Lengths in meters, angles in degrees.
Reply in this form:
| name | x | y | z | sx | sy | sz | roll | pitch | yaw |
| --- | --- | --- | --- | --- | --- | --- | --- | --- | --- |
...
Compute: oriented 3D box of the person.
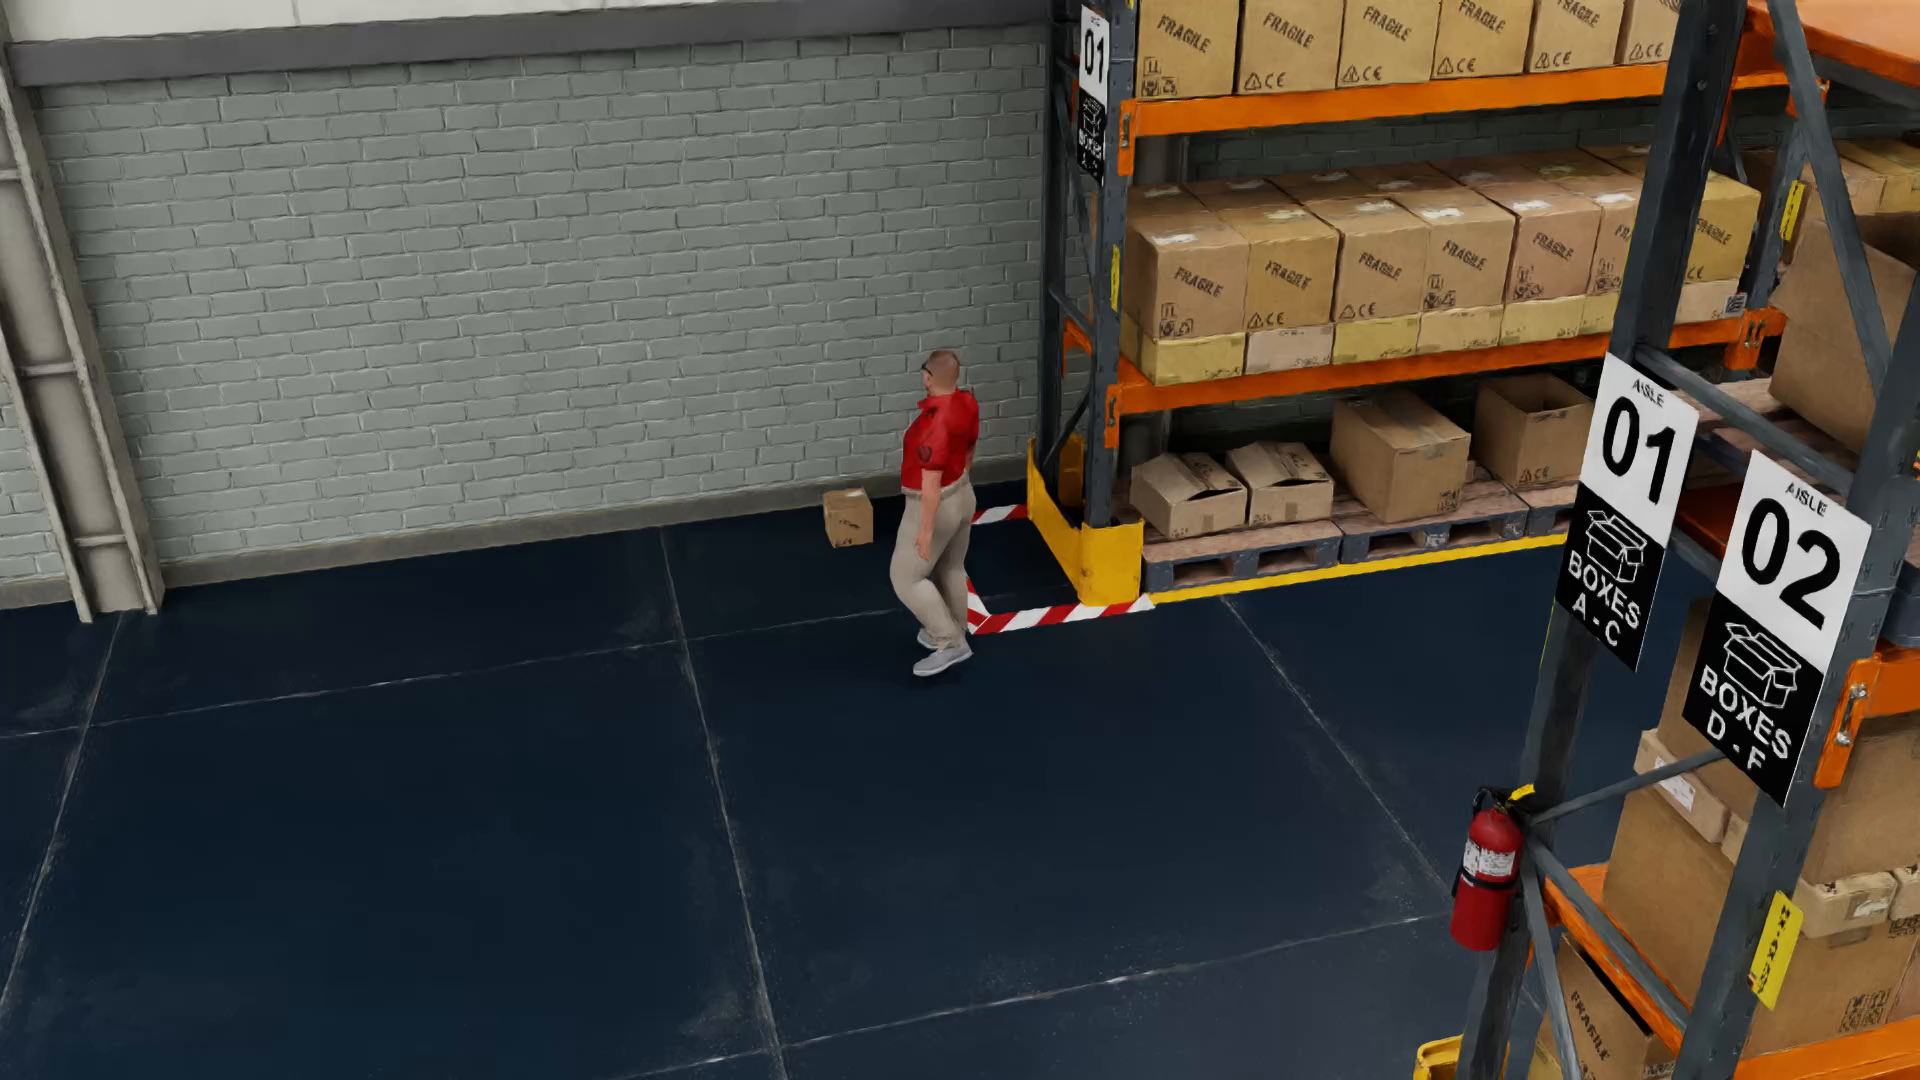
| name | x | y | z | sx | sy | sz | roll | pitch | yaw |
| --- | --- | --- | --- | --- | --- | --- | --- | --- | --- |
| person | -0.094 | -0.137 | 8.486 | 0.467 | 1.725 | 0.659 | 15 | 33 | 23 |
